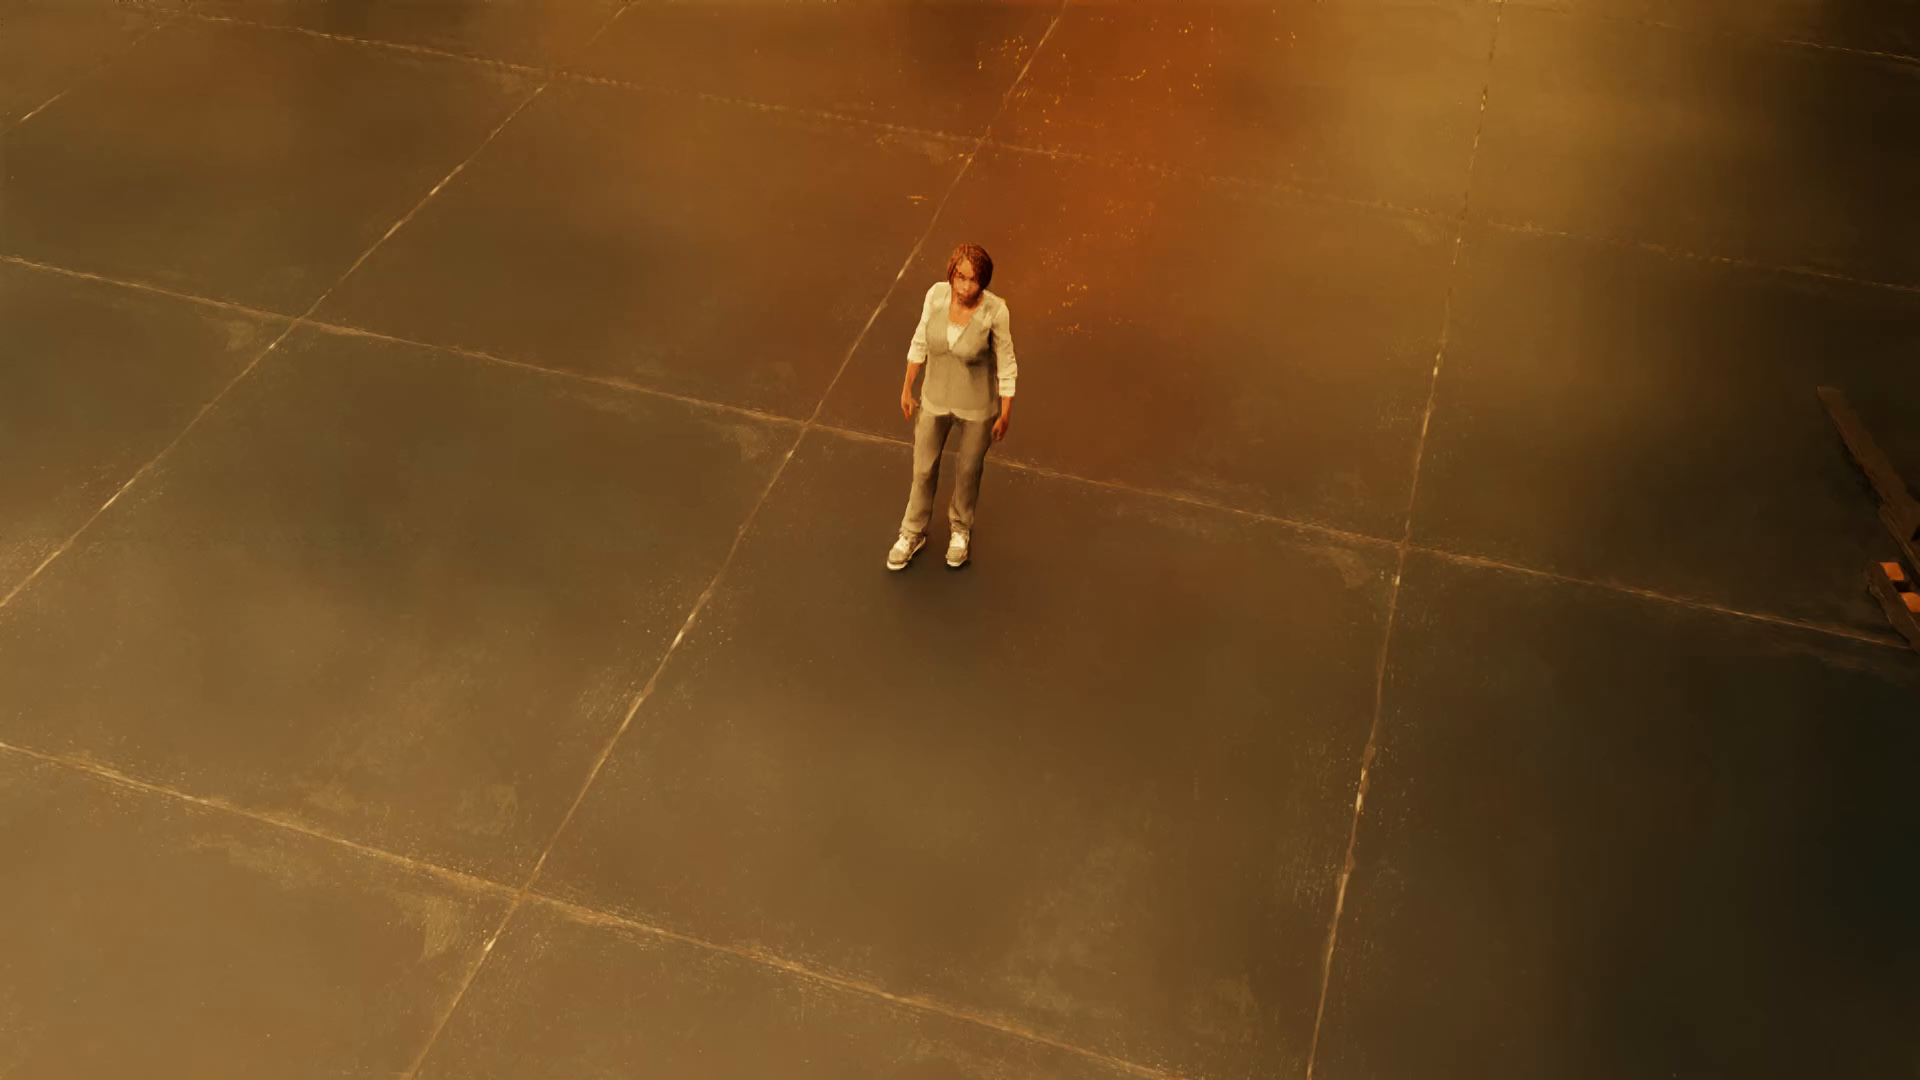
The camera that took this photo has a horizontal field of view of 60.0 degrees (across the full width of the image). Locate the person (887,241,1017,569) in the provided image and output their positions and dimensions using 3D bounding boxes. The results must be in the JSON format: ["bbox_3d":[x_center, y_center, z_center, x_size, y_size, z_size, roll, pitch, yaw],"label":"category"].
[{"bbox_3d":[-0.036,-0.545,7.243,0.521,1.597,0.474,12,44,13],"label":"person"}]

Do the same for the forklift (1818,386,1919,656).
[{"bbox_3d":[4.700,-0.661,6.400,1.130,2.935,3.031,-2,43,-2],"label":"forklift"}]
